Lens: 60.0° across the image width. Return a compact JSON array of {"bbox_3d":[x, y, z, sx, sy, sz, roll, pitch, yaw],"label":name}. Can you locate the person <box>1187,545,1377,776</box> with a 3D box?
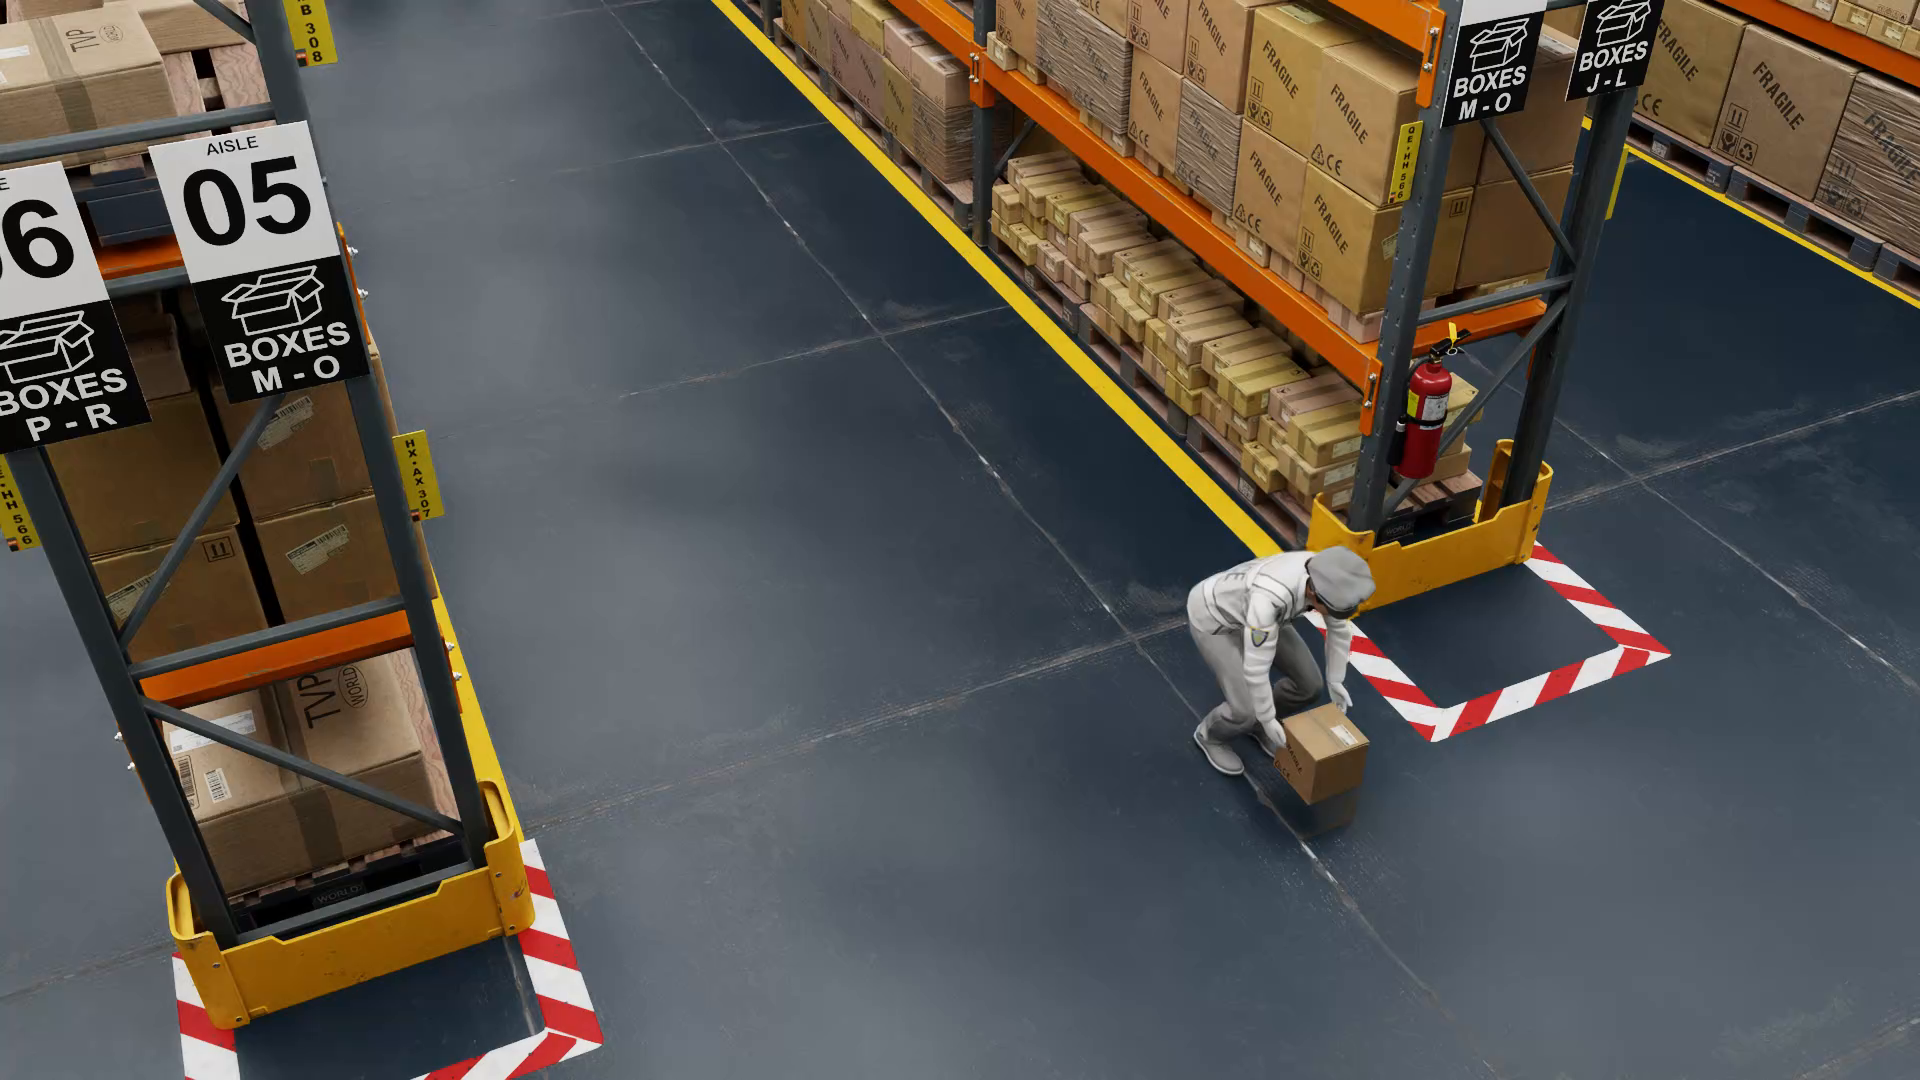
[{"bbox_3d":[1.268,0.428,6.671,0.527,1.213,0.780,-20,42,-24],"label":"person"}]
